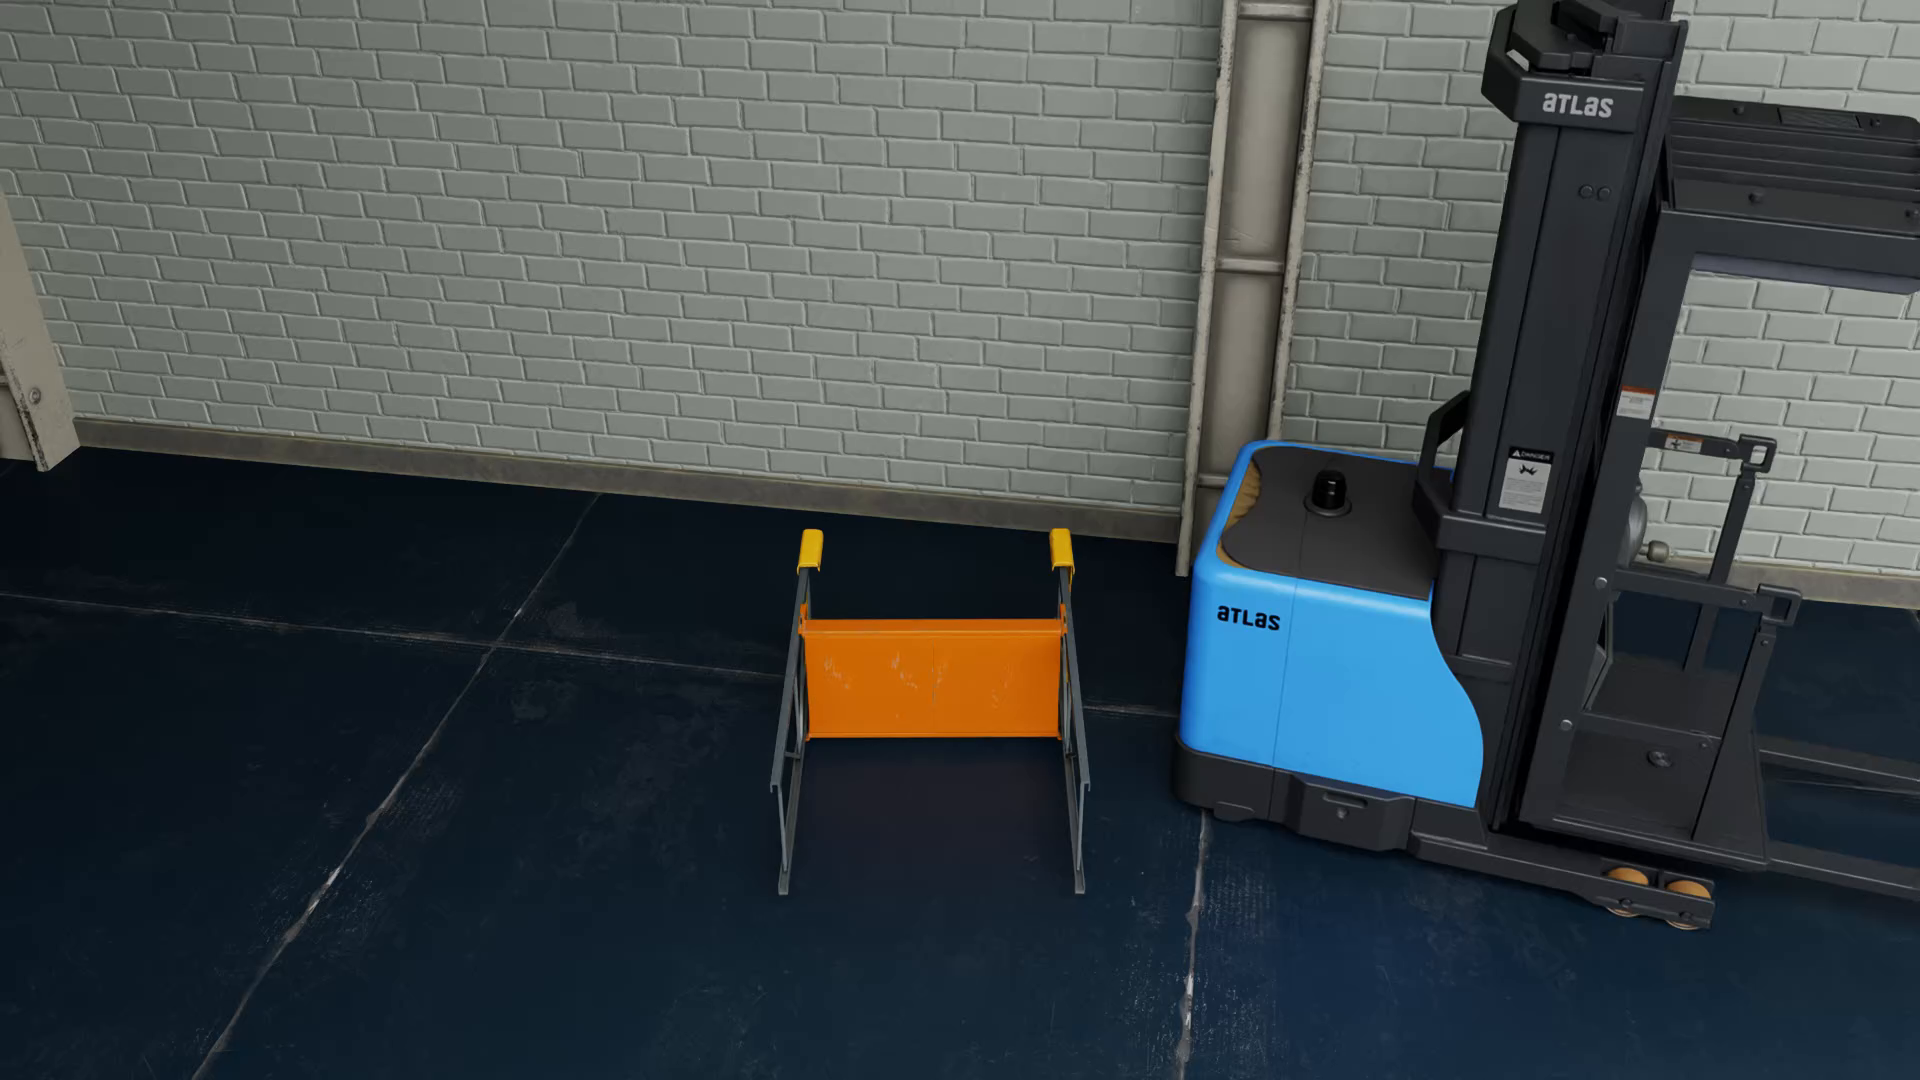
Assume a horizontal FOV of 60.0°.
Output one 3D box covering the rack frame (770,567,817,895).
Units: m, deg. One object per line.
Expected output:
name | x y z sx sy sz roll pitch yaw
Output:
rack frame | -0.609 0.606 6.206 0.032 0.500 1.500 0 32 0

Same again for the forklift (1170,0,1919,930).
forklift | 2.353 -0.239 5.370 3.031 2.935 1.130 10 33 16

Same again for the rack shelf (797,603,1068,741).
rack shelf | -0.102 0.508 6.360 1.000 0.538 0.185 0 32 0

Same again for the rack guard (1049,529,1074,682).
rack guard | 0.403 0.269 6.738 0.087 0.587 0.250 0 32 0

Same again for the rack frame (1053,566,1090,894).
rack frame | 0.407 0.603 6.210 0.032 0.500 1.500 0 32 0

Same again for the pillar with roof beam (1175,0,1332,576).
pillar with roof beam | 0.466 -1.466 1.611 0.400 9.000 9.100 5 32 8

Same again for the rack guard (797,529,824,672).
rack guard | -0.593 0.271 6.734 0.087 0.587 0.250 0 32 0

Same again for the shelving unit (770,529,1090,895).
shelving unit | -0.092 0.604 6.208 1.083 0.587 1.500 0 32 0

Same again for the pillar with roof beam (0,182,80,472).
pillar with roof beam | -5.449 -2.002 2.467 0.400 9.000 9.100 5 32 8
